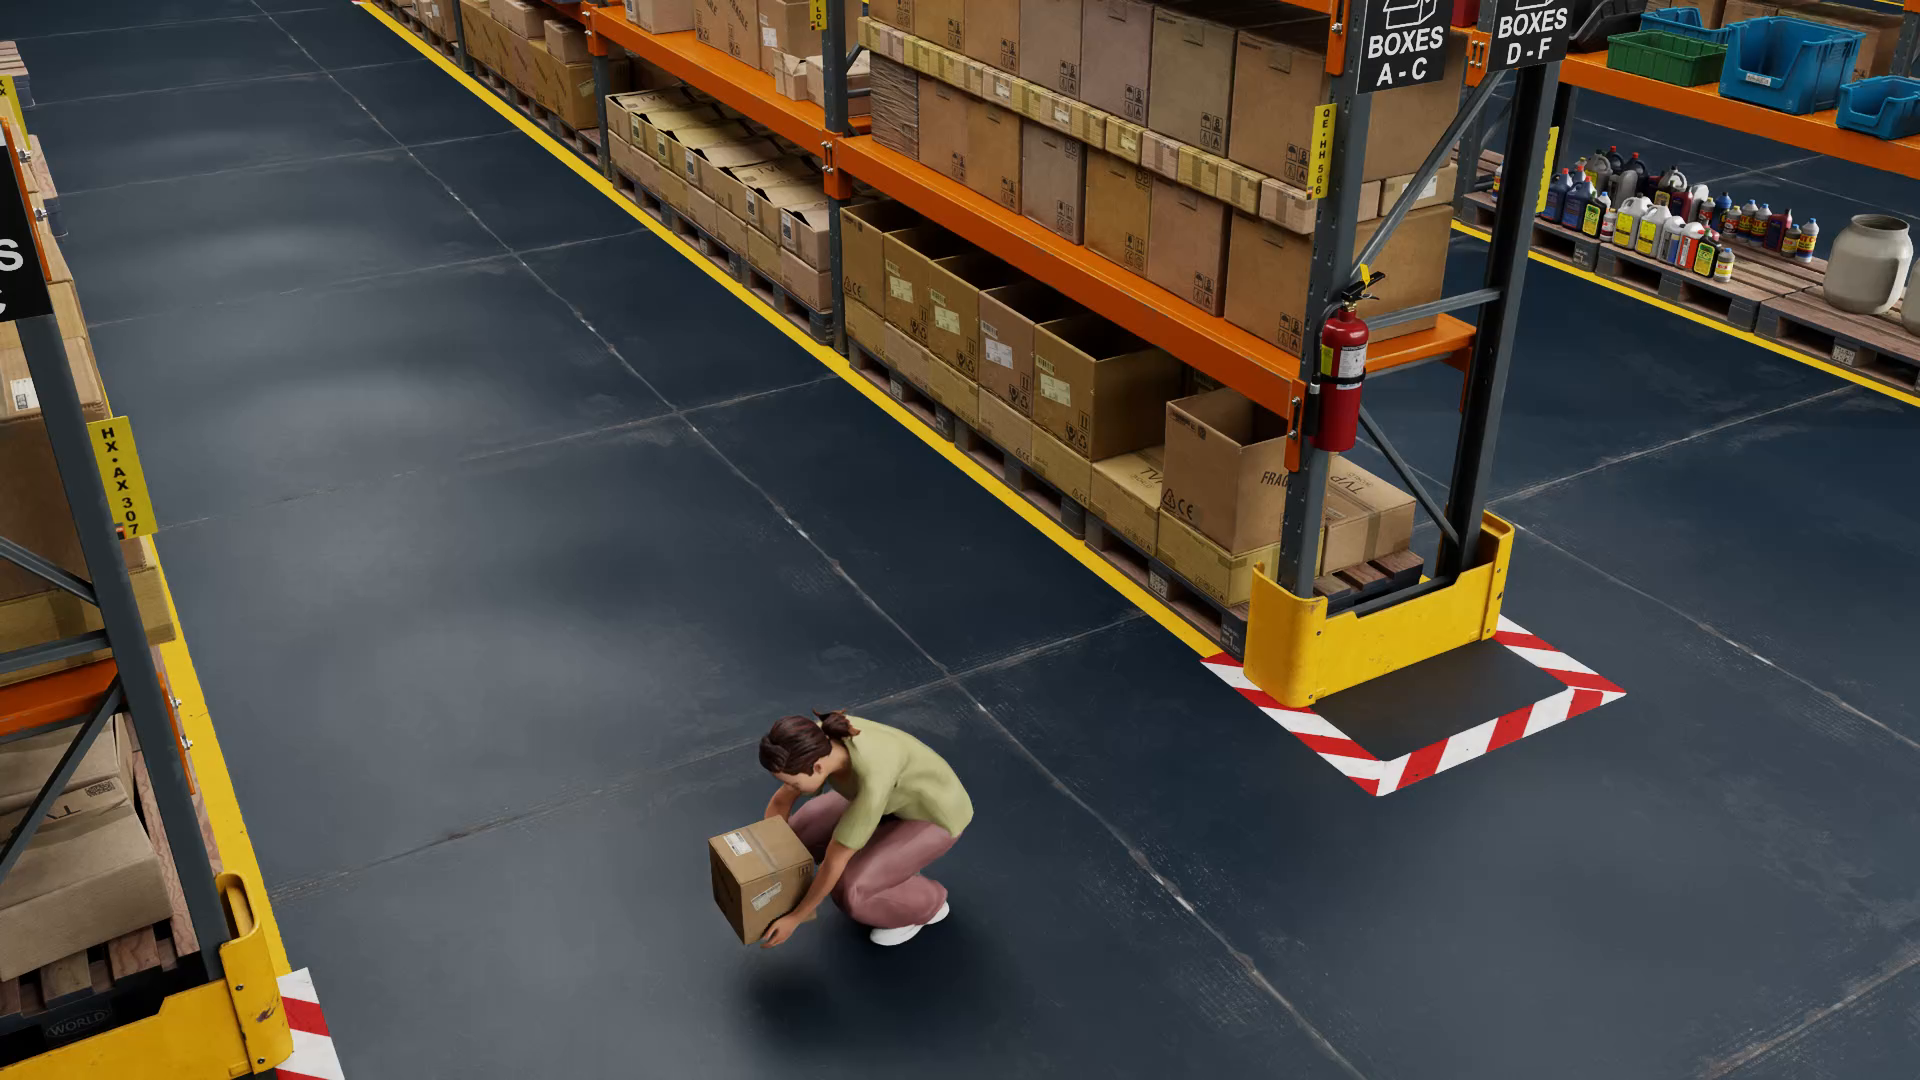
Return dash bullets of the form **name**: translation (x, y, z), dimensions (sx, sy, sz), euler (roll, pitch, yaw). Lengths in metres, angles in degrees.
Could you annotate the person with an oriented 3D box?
- **person**: translation (-0.340, 0.875, 5.329), dimensions (0.800, 0.931, 0.485), euler (-16, 33, -26)
